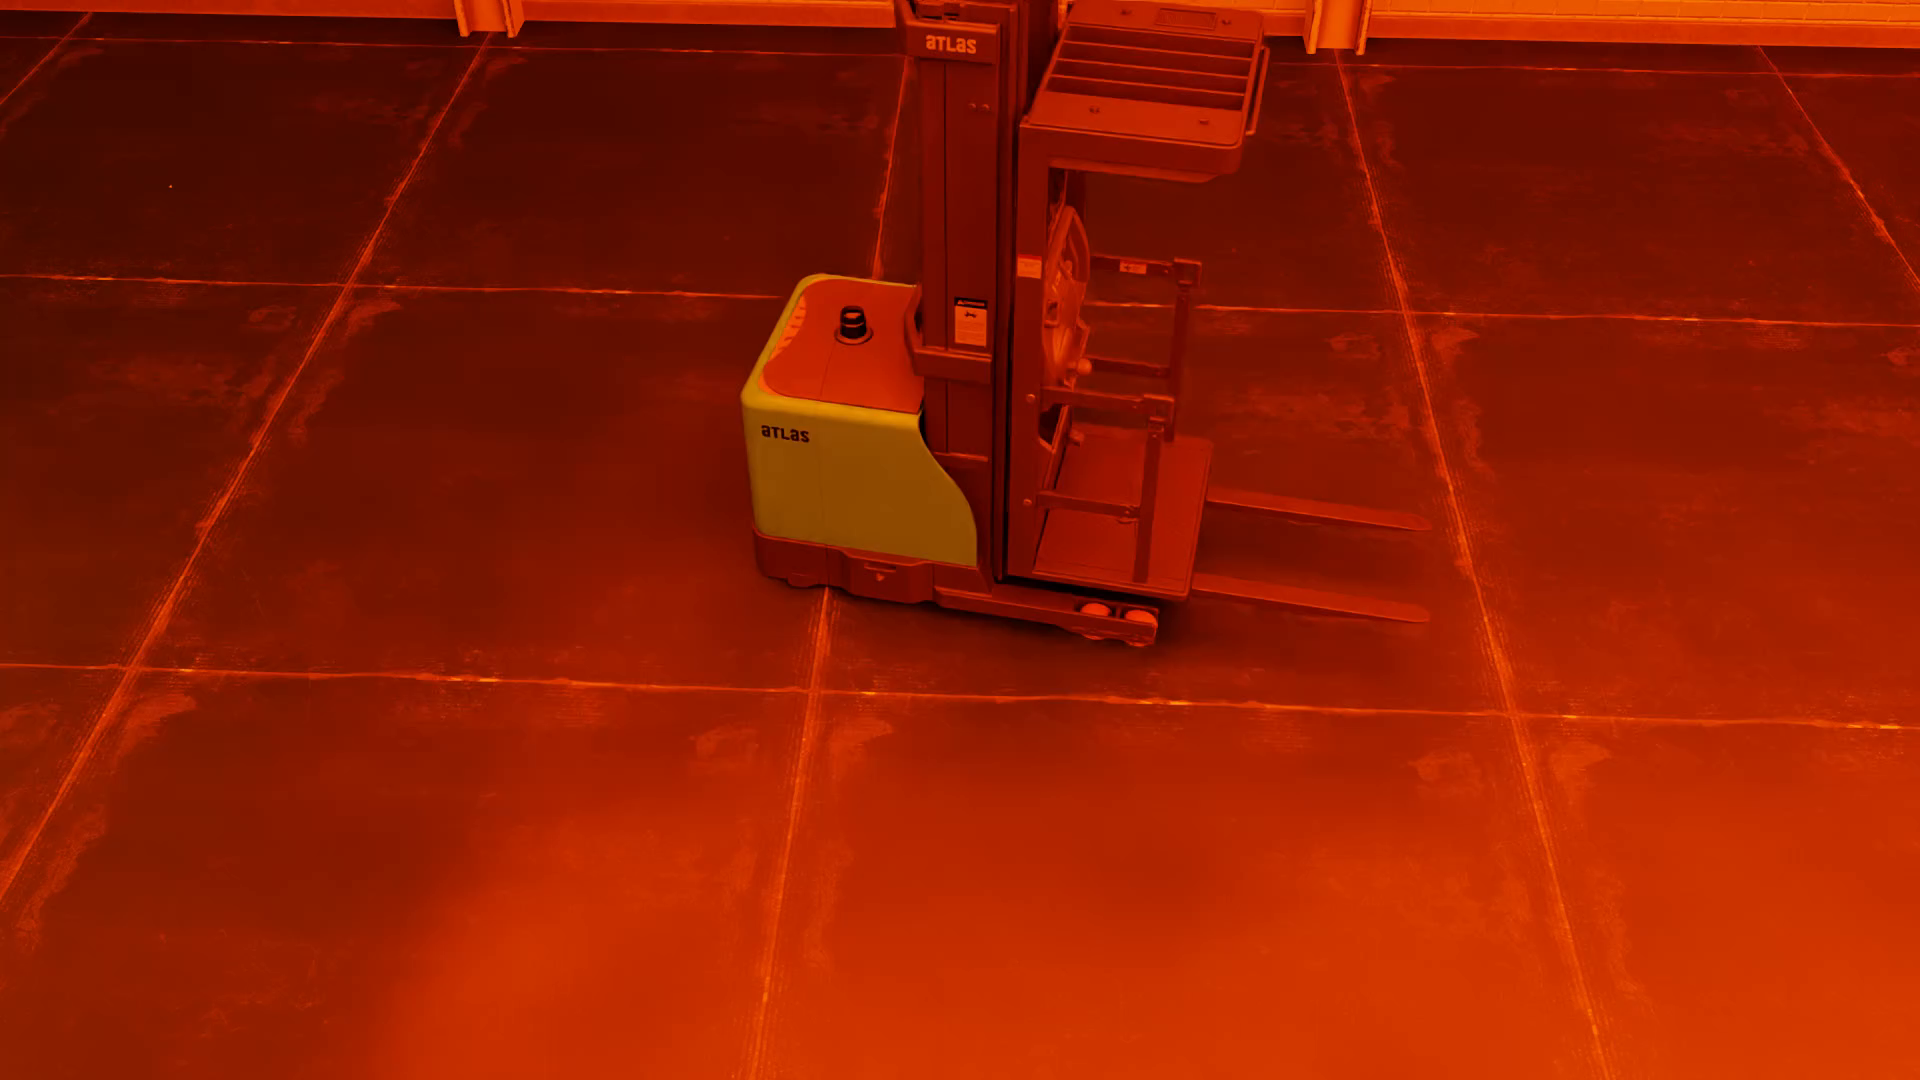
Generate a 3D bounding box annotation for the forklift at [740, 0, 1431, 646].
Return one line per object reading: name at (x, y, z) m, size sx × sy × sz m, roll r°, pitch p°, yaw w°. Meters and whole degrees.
forklift at (0.624, -1.004, 6.842) m, size 3.031 × 2.935 × 1.130 m, roll 8°, pitch 43°, yaw 9°
